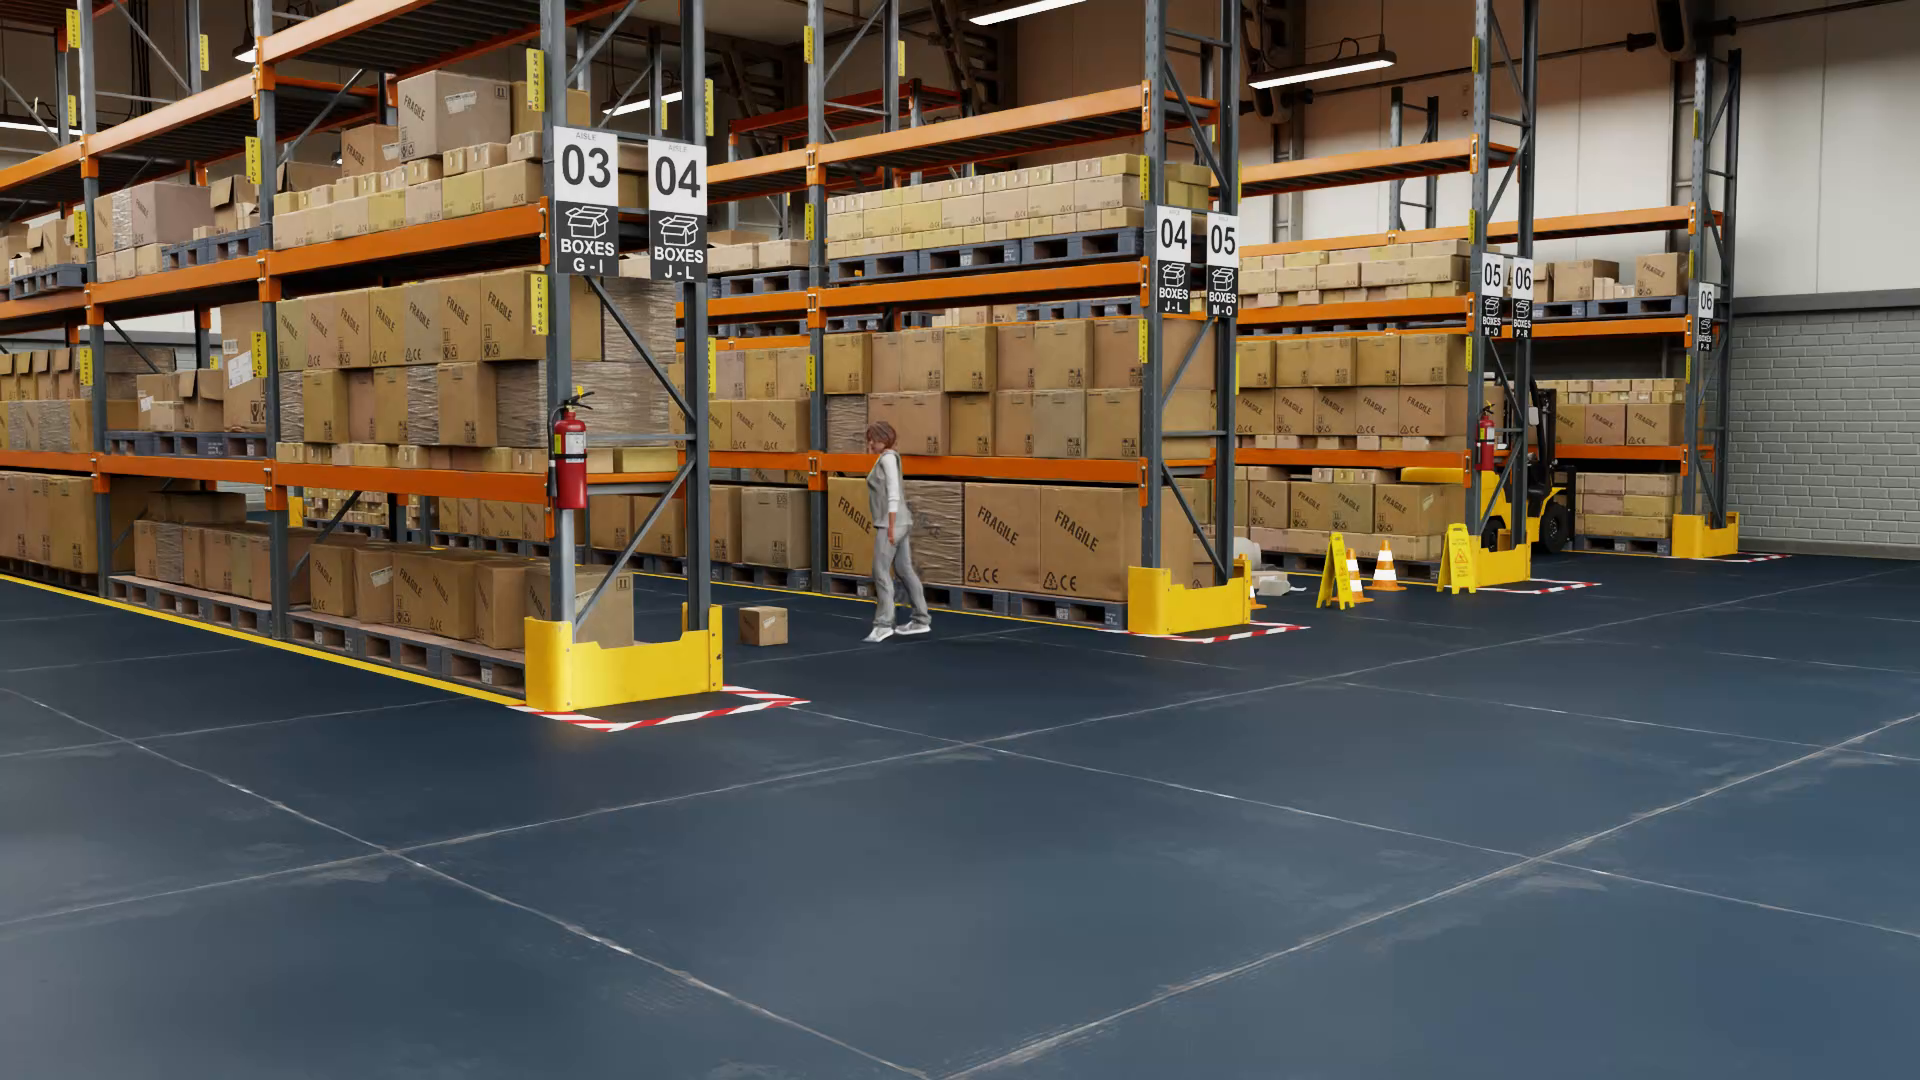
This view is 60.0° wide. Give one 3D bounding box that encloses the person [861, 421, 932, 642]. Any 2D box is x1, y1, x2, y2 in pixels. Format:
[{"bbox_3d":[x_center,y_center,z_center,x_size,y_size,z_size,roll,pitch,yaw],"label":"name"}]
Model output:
[{"bbox_3d":[-0.454,-0.048,12.204,0.502,1.627,0.434,0,4,6],"label":"person"}]
